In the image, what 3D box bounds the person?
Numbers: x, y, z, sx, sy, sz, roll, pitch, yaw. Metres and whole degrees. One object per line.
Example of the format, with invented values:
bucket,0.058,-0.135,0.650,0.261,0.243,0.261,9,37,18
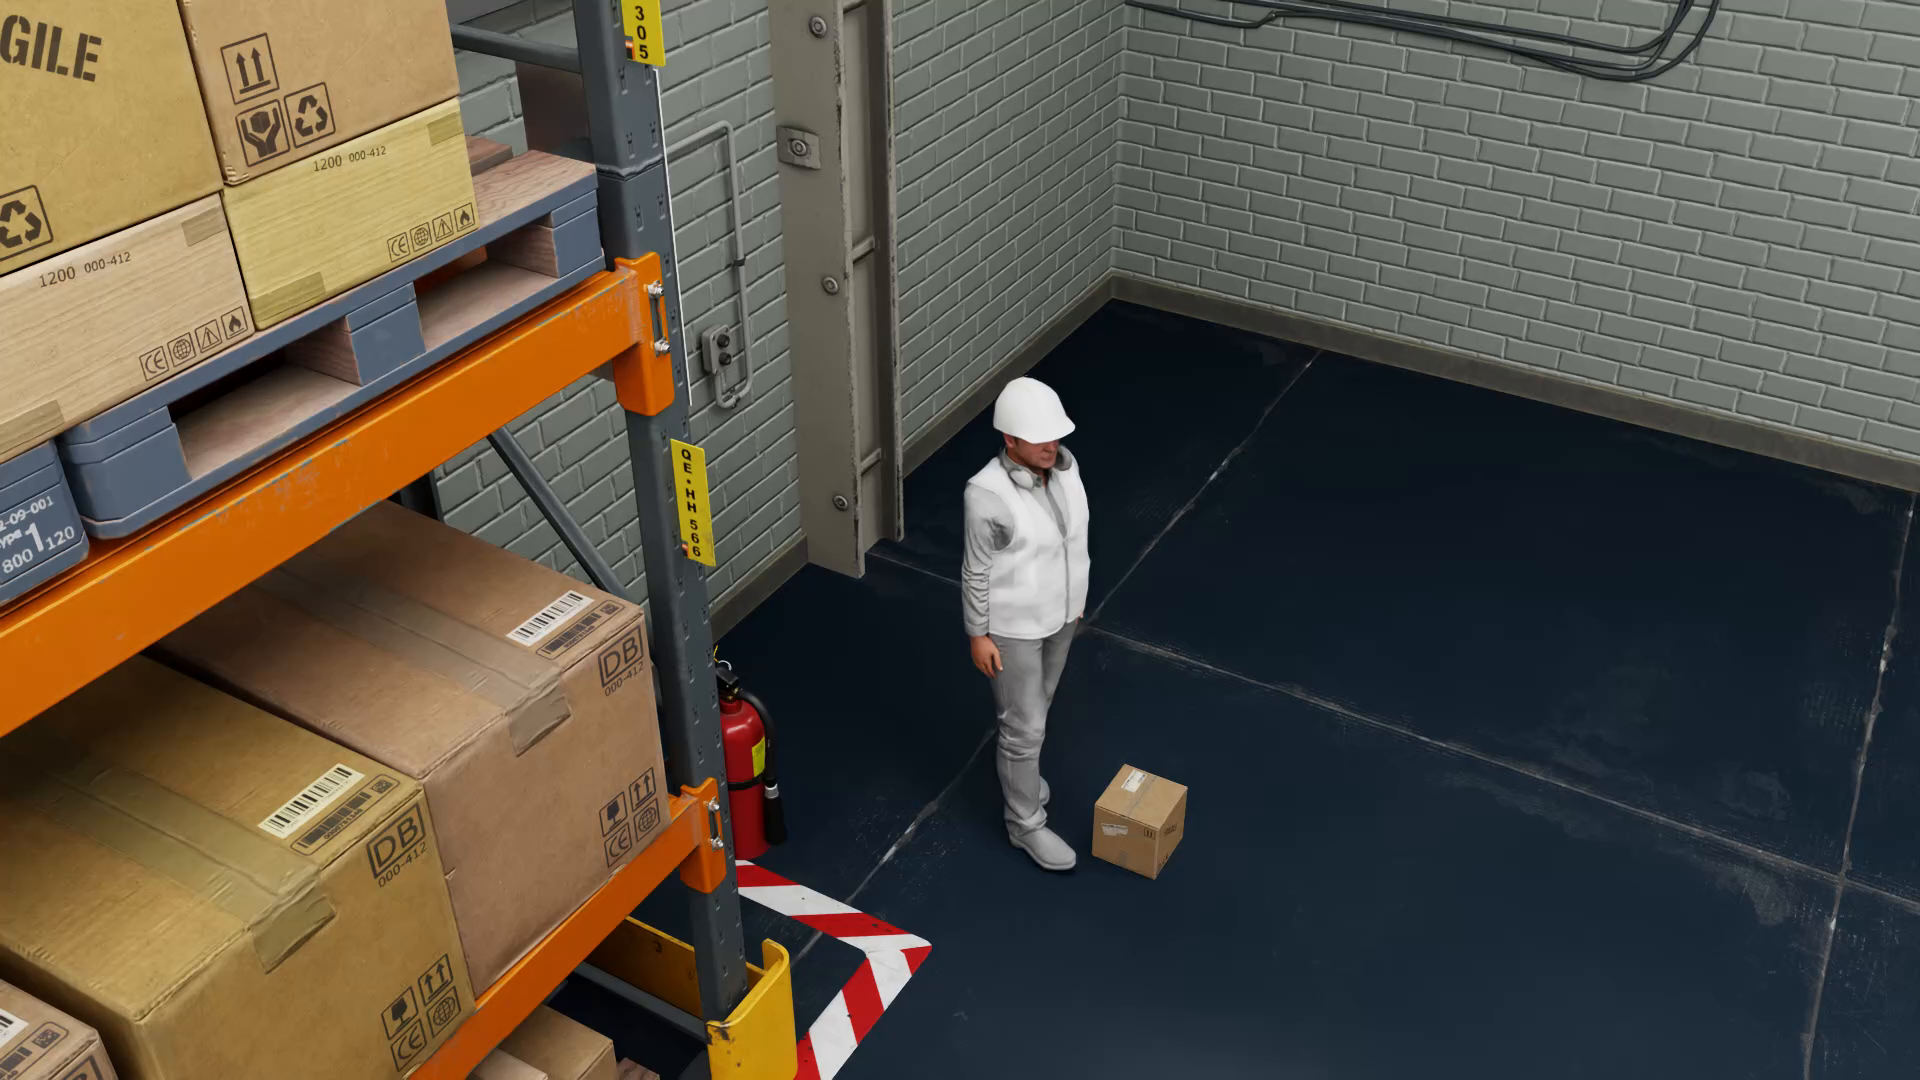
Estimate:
person,0.302,0.273,5.708,0.600,1.769,0.546,28,43,35
